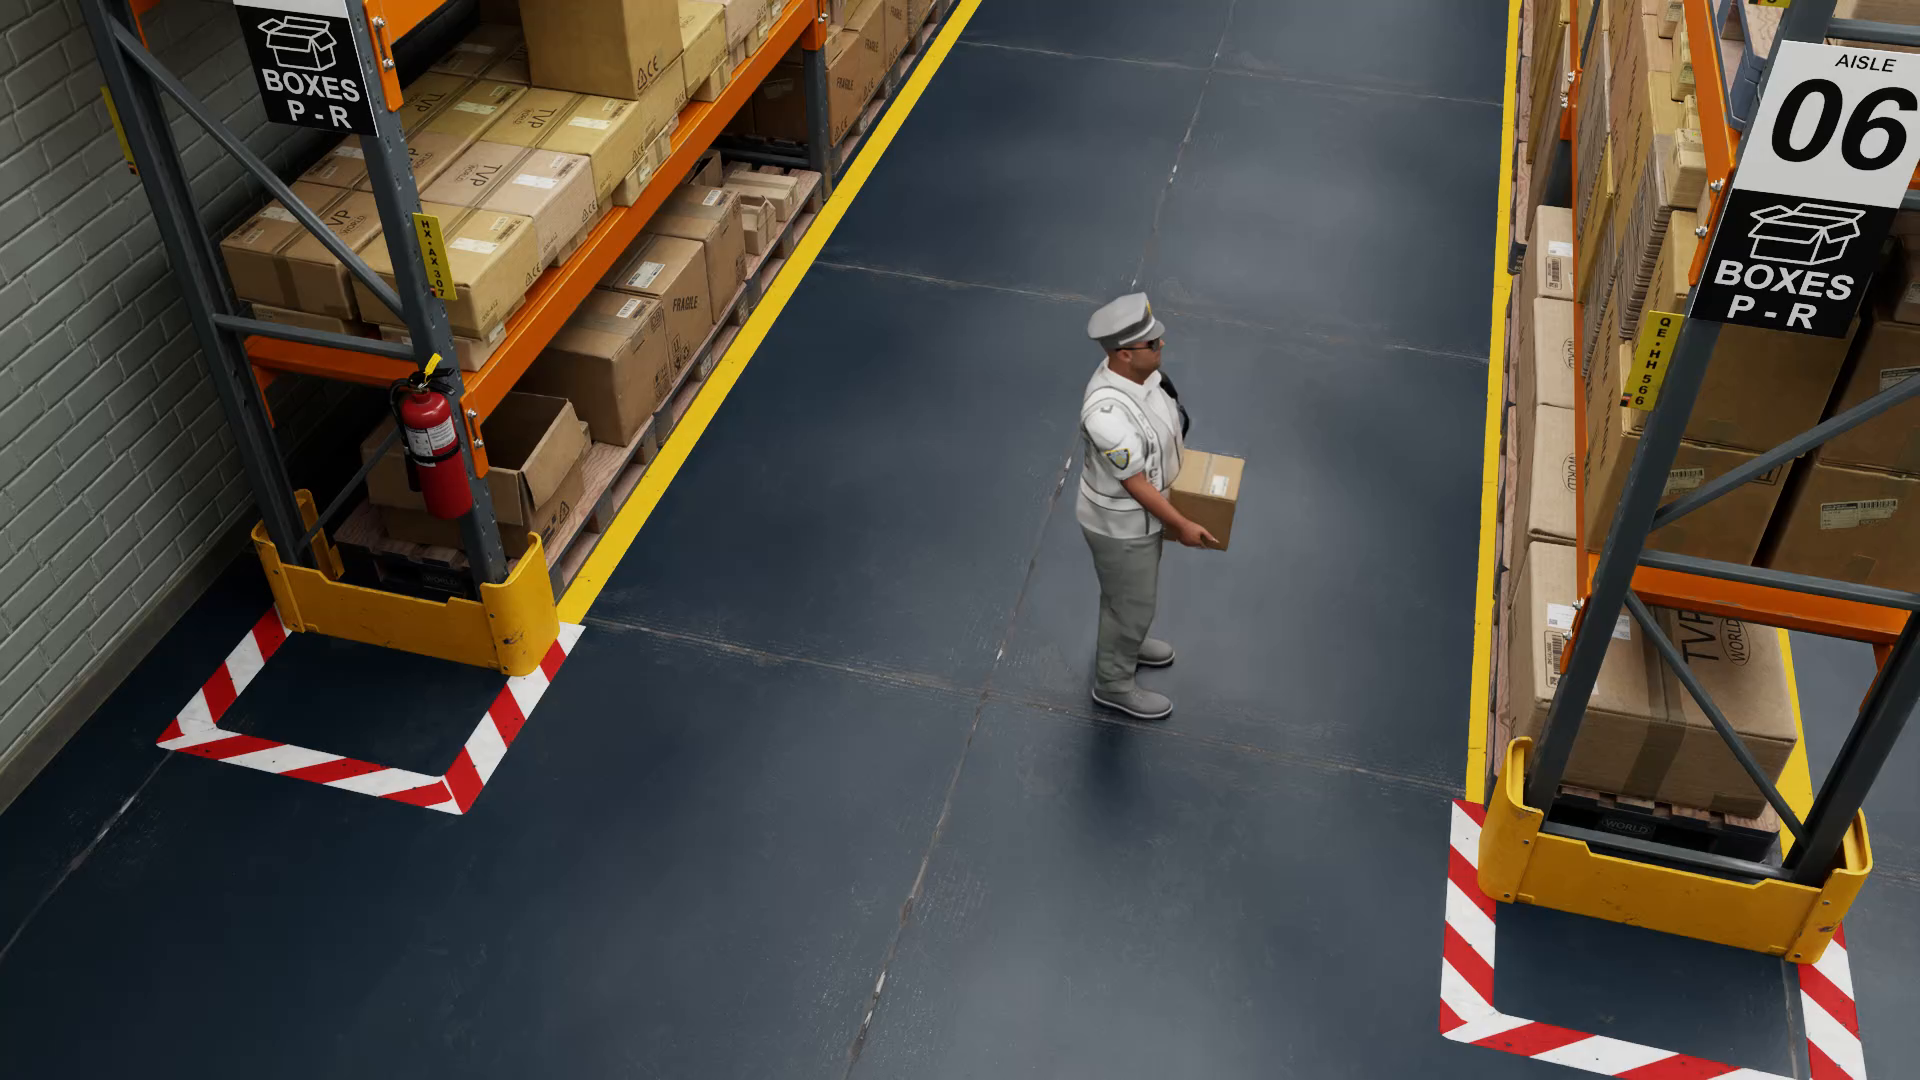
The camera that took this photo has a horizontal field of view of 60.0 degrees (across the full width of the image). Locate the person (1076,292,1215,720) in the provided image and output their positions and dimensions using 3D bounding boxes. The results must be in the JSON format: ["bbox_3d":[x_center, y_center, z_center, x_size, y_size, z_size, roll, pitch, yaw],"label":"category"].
[{"bbox_3d":[0.712,-0.124,6.270,0.552,1.782,0.505,10,42,12],"label":"person"}]
